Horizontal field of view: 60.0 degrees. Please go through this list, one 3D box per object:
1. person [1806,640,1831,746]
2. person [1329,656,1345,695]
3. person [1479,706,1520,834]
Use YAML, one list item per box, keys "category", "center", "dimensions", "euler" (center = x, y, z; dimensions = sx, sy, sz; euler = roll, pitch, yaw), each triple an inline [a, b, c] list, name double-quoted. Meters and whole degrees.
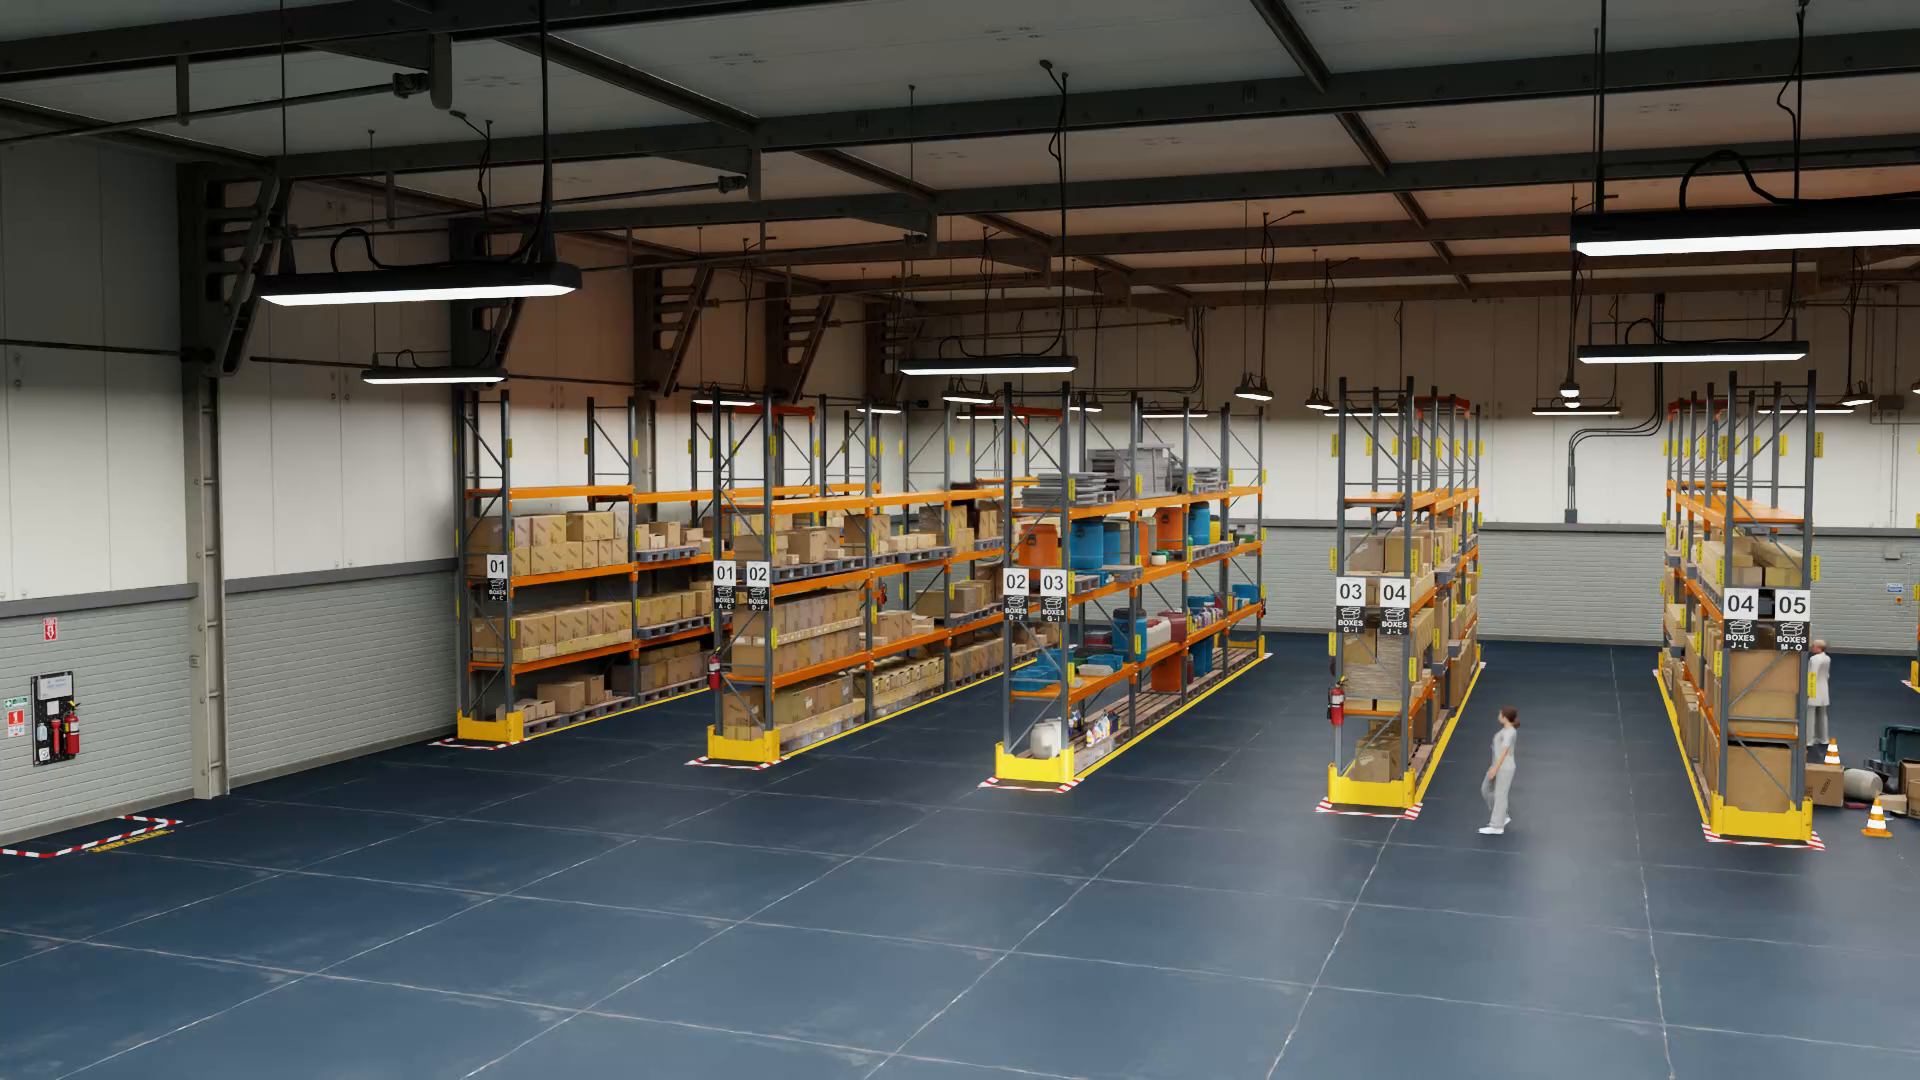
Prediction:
- category: "person"
  center: [14.442, 2.575, 28.102]
  dimensions: [0.631, 1.791, 0.418]
  euler: [-1, 3, -22]
- category: "person"
  center: [7.733, 2.294, 33.544]
  dimensions: [0.399, 1.728, 0.658]
  euler: [0, 3, -7]
- category: "person"
  center: [7.000, 2.989, 21.603]
  dimensions: [0.497, 1.682, 0.480]
  euler: [0, 3, -2]
